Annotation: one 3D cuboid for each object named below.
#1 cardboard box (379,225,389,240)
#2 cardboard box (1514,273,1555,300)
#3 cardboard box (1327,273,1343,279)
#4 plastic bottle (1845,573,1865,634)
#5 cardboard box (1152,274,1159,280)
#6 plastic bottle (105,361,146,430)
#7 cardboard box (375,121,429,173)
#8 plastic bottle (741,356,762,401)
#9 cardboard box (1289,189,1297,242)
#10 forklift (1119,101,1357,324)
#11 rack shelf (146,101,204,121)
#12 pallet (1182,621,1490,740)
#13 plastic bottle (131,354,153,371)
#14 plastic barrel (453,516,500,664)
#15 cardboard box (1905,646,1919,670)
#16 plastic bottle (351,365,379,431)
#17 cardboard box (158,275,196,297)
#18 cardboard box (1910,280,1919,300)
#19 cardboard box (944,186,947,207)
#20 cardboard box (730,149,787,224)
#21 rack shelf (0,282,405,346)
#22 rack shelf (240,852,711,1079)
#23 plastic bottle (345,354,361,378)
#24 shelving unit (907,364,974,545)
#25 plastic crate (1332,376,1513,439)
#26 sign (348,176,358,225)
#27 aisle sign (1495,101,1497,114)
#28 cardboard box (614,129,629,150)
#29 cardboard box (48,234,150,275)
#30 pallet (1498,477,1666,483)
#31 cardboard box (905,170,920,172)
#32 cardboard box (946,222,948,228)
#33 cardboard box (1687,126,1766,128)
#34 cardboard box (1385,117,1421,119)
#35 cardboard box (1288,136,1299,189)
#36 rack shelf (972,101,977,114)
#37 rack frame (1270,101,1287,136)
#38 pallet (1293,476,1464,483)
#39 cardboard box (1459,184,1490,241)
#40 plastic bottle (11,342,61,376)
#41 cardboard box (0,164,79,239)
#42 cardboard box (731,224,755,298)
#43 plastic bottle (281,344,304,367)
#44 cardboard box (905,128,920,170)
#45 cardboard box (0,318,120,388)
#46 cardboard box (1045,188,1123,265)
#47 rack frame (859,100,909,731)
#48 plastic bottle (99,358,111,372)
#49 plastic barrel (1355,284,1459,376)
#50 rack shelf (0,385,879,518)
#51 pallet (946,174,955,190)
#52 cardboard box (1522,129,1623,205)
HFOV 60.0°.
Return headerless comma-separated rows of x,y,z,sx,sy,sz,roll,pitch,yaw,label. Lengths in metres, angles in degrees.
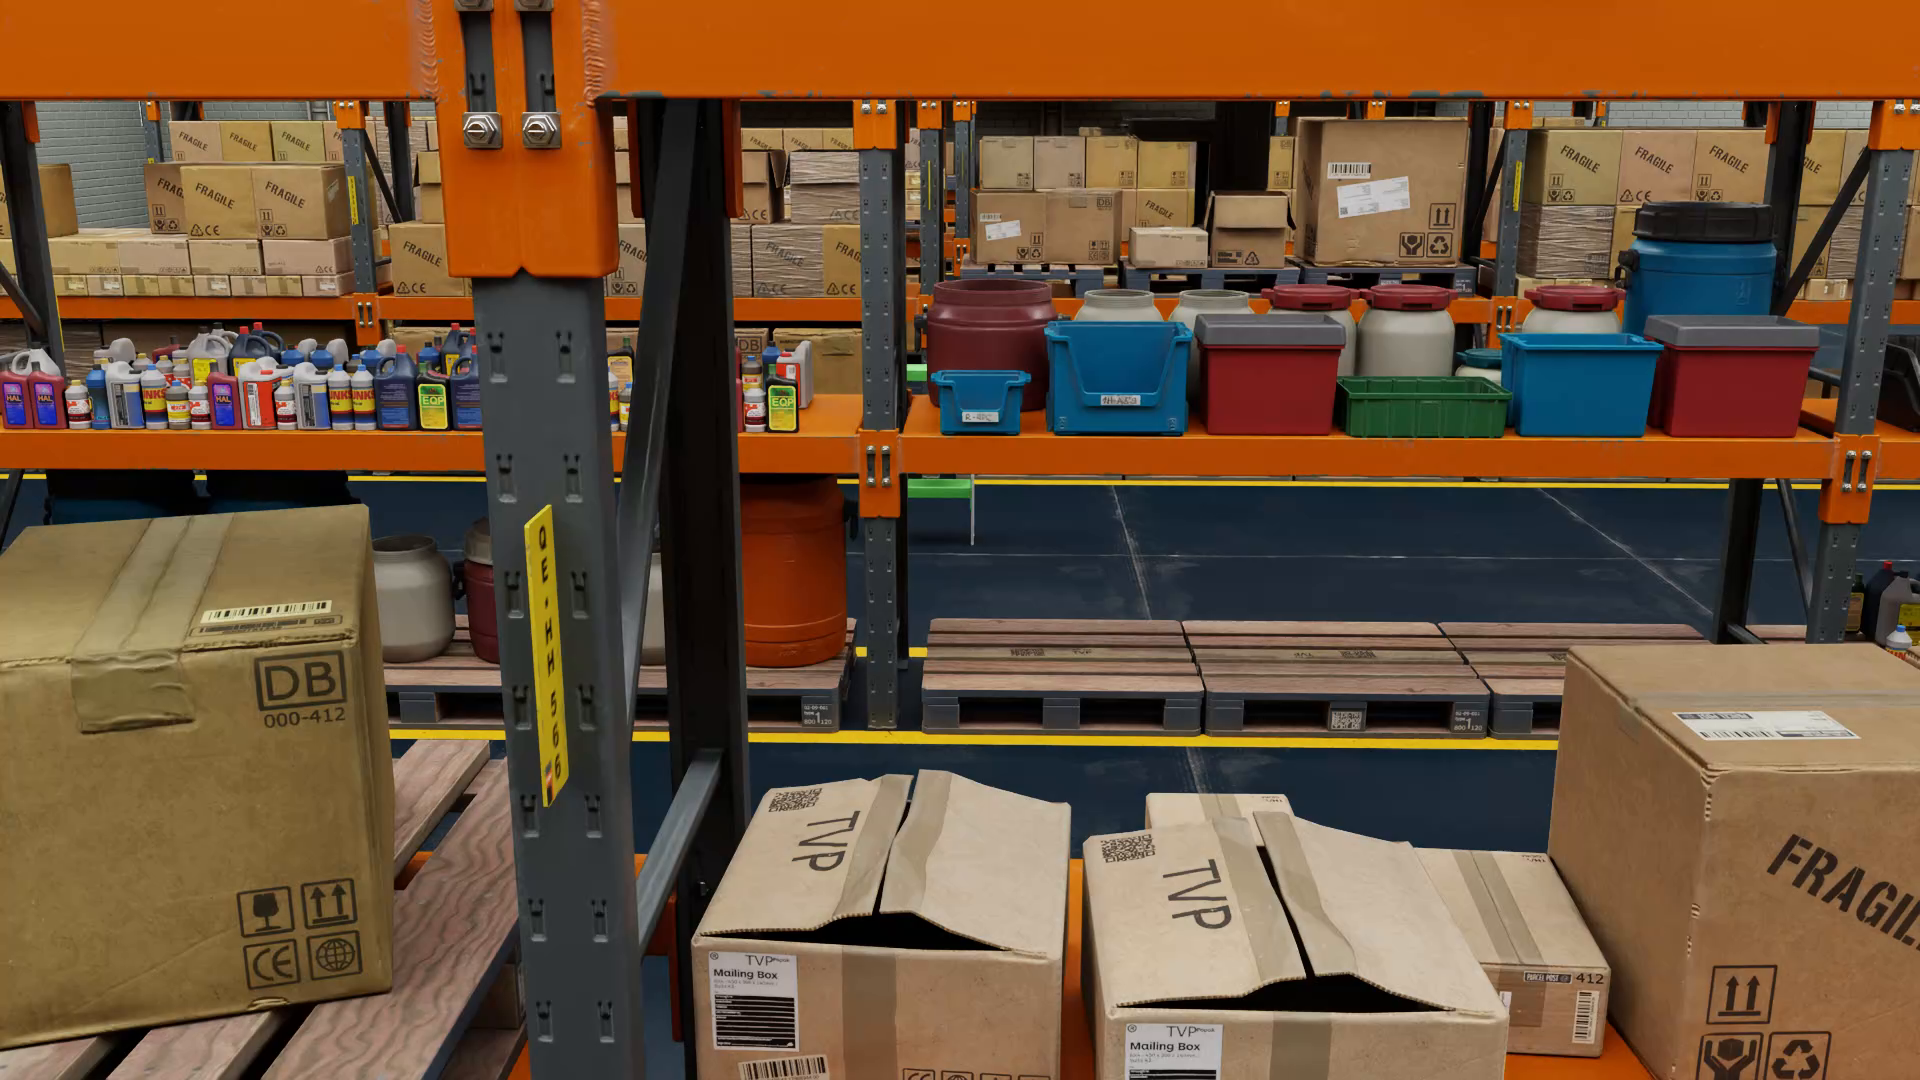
-5.825,-3.117,16.766,0.250,0.149,0.380,1,15,3,cardboard box
4.008,-1.788,11.731,0.250,0.149,0.380,0,15,1,cardboard box
3.405,-2.348,16.948,0.750,0.750,1.050,0,15,1,cardboard box
4.163,0.295,7.805,0.133,0.283,0.061,1,15,4,plastic bottle
2.810,-3.454,21.880,0.625,0.372,0.950,1,15,5,cardboard box
-3.505,-0.614,7.032,0.135,0.276,0.152,0,15,1,plastic bottle
-5.474,-3.923,16.590,0.500,0.500,0.500,1,15,3,cardboard box
-0.962,-0.748,7.686,0.097,0.201,0.097,0,15,0,plastic bottle
3.500,-3.236,16.528,0.500,0.500,0.500,0,15,1,cardboard box
1.867,-2.577,14.361,3.031,2.935,1.130,0,15,2,forklift
-5.968,-4.420,16.743,4.000,0.370,1.077,0,15,1,rack shelf
1.665,0.621,7.572,1.213,0.211,1.003,0,15,1,pallet
-3.804,-0.767,7.756,0.097,0.201,0.097,0,15,0,plastic bottle
-1.943,0.206,7.583,0.708,0.588,0.600,0,15,1,plastic barrel
1.749,0.474,2.467,0.500,0.500,0.500,0,15,2,cardboard box
-2.500,-0.599,6.981,0.097,0.271,0.097,0,15,0,plastic bottle
-5.539,-1.844,11.940,0.250,0.149,0.380,1,15,2,cardboard box
6.758,-1.785,11.720,0.250,0.149,0.380,0,15,1,cardboard box
-0.428,-4.536,21.947,0.500,0.250,0.500,0,15,0,cardboard box
-1.580,-2.561,12.005,0.637,0.503,0.797,1,15,3,cardboard box
-6.196,-1.705,12.333,4.000,0.370,1.077,0,15,1,rack shelf
-2.454,0.847,2.659,4.000,0.370,1.077,0,15,1,rack shelf
-2.801,-0.760,7.732,0.097,0.201,0.097,0,15,0,plastic bottle
-0.165,-0.581,10.191,0.503,1.200,0.258,0,15,1,shelving unit
1.926,-0.562,7.004,0.662,0.188,0.450,0,15,1,plastic crate
-4.209,-2.355,11.535,0.005,0.325,0.100,0,15,1,sign
8.234,-6.937,25.656,0.004,0.787,0.394,0,15,1,aisle sign
-4.422,-5.032,21.376,0.500,0.500,0.500,0,15,1,cardboard box
-6.179,-2.057,11.969,0.500,0.250,0.500,0,15,0,cardboard box
4.473,-0.644,12.368,1.213,0.211,1.003,0,15,1,pallet
-0.432,-3.700,16.987,0.250,0.149,0.380,0,15,2,cardboard box
-0.322,-5.054,26.420,0.250,0.149,0.380,0,15,-1,cardboard box
7.657,-3.833,16.577,0.550,0.550,0.875,0,15,1,cardboard box
5.499,-5.114,21.103,0.500,0.500,0.700,0,15,0,cardboard box
3.532,-3.786,16.653,0.500,0.500,0.700,0,15,0,cardboard box
2.177,-6.897,26.130,4.000,0.370,1.077,0,15,1,rack shelf
4.054,-4.515,21.574,0.127,3.000,1.000,0,15,1,rack frame
3.022,-0.644,12.368,1.213,0.211,1.003,0,15,1,pallet
4.948,-3.327,16.778,0.550,0.550,0.875,0,15,1,cardboard box
-3.939,-0.668,7.088,0.185,0.351,0.144,0,15,1,plastic bottle
-6.705,-2.423,11.884,0.500,0.500,0.500,0,15,0,cardboard box
-1.715,-2.010,11.881,0.500,0.500,0.500,0,15,0,cardboard box
-3.036,-0.757,7.581,0.097,0.271,0.097,0,15,0,plastic bottle
-0.469,-5.010,21.292,0.500,0.500,0.500,0,15,0,cardboard box
-6.644,-1.252,12.548,0.875,0.875,0.875,0,15,1,cardboard box
0.903,-2.294,12.135,0.500,0.500,0.700,3,15,10,cardboard box
-0.325,-0.751,7.306,0.127,3.000,1.000,0,15,1,rack frame
-3.906,-0.729,7.612,0.097,0.201,0.097,0,15,0,plastic bottle
1.990,-0.857,7.444,0.433,0.535,0.433,0,15,0,plastic barrel
-2.324,-0.416,7.447,4.000,0.370,1.077,0,15,1,rack shelf
-0.501,-5.701,26.444,1.003,0.211,1.213,0,15,1,pallet
4.244,-2.596,11.560,0.500,0.500,0.500,0,15,1,cardboard box
